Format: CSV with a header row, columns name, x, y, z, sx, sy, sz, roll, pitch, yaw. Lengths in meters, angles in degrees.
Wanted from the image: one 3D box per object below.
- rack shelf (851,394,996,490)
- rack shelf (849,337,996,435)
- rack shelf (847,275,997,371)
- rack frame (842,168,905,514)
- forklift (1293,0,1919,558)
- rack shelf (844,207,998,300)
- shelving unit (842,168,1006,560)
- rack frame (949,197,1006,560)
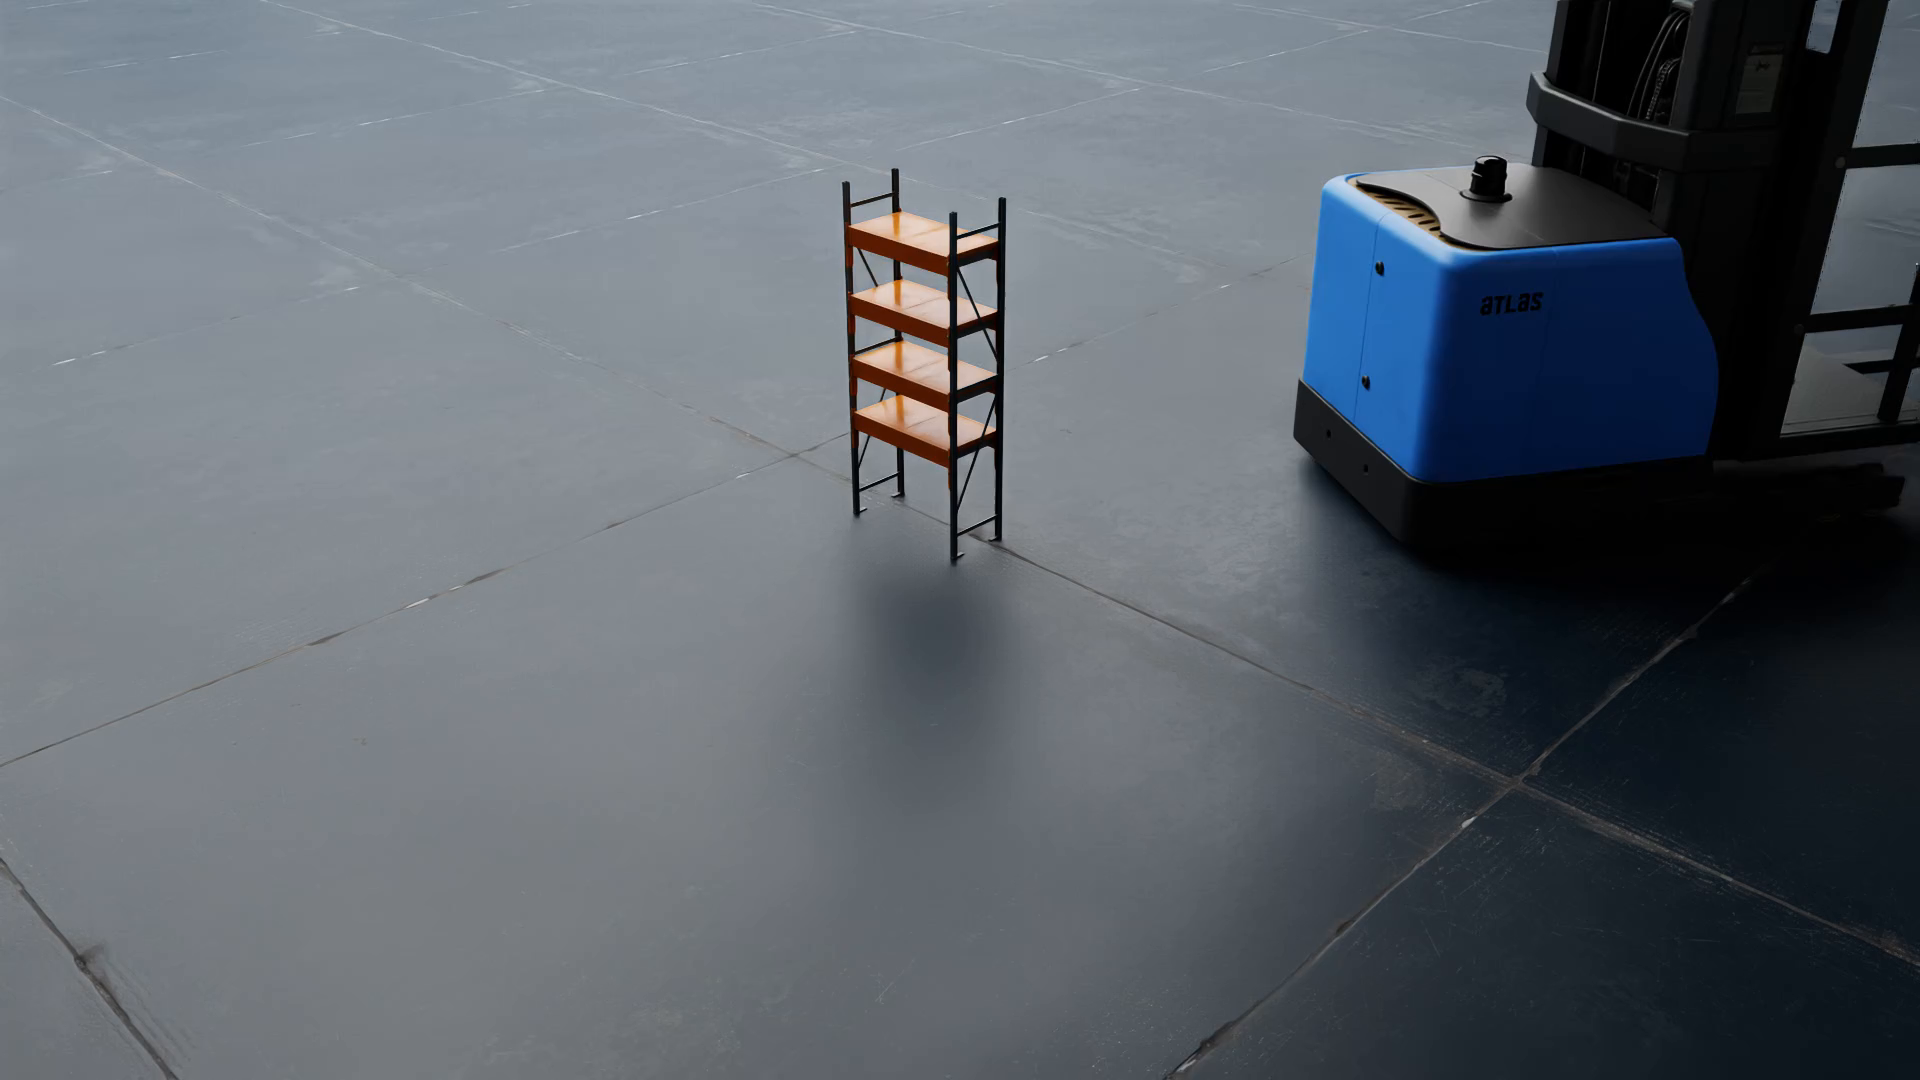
name,x,y,z,sx,sy,sz,roll,pitch,yaw
rack shelf,-0.118,-0.350,5.697,0.480,0.148,0.258,25,36,38
rack shelf,-0.118,-0.526,5.605,0.480,0.148,0.258,25,36,38
rack shelf,-0.118,-0.724,5.501,0.480,0.148,0.258,25,36,38
rack frame,-0.292,-0.665,5.725,0.015,1.200,0.240,25,36,38
forklift,2.844,-1.591,5.627,3.031,2.935,1.130,-6,28,-12
rack shelf,-0.118,-0.933,5.391,0.480,0.148,0.258,25,36,38
shelving unit,-0.118,-0.585,5.573,0.503,1.200,0.258,25,36,38
rack frame,0.056,-0.505,5.422,0.015,1.200,0.240,25,36,38
